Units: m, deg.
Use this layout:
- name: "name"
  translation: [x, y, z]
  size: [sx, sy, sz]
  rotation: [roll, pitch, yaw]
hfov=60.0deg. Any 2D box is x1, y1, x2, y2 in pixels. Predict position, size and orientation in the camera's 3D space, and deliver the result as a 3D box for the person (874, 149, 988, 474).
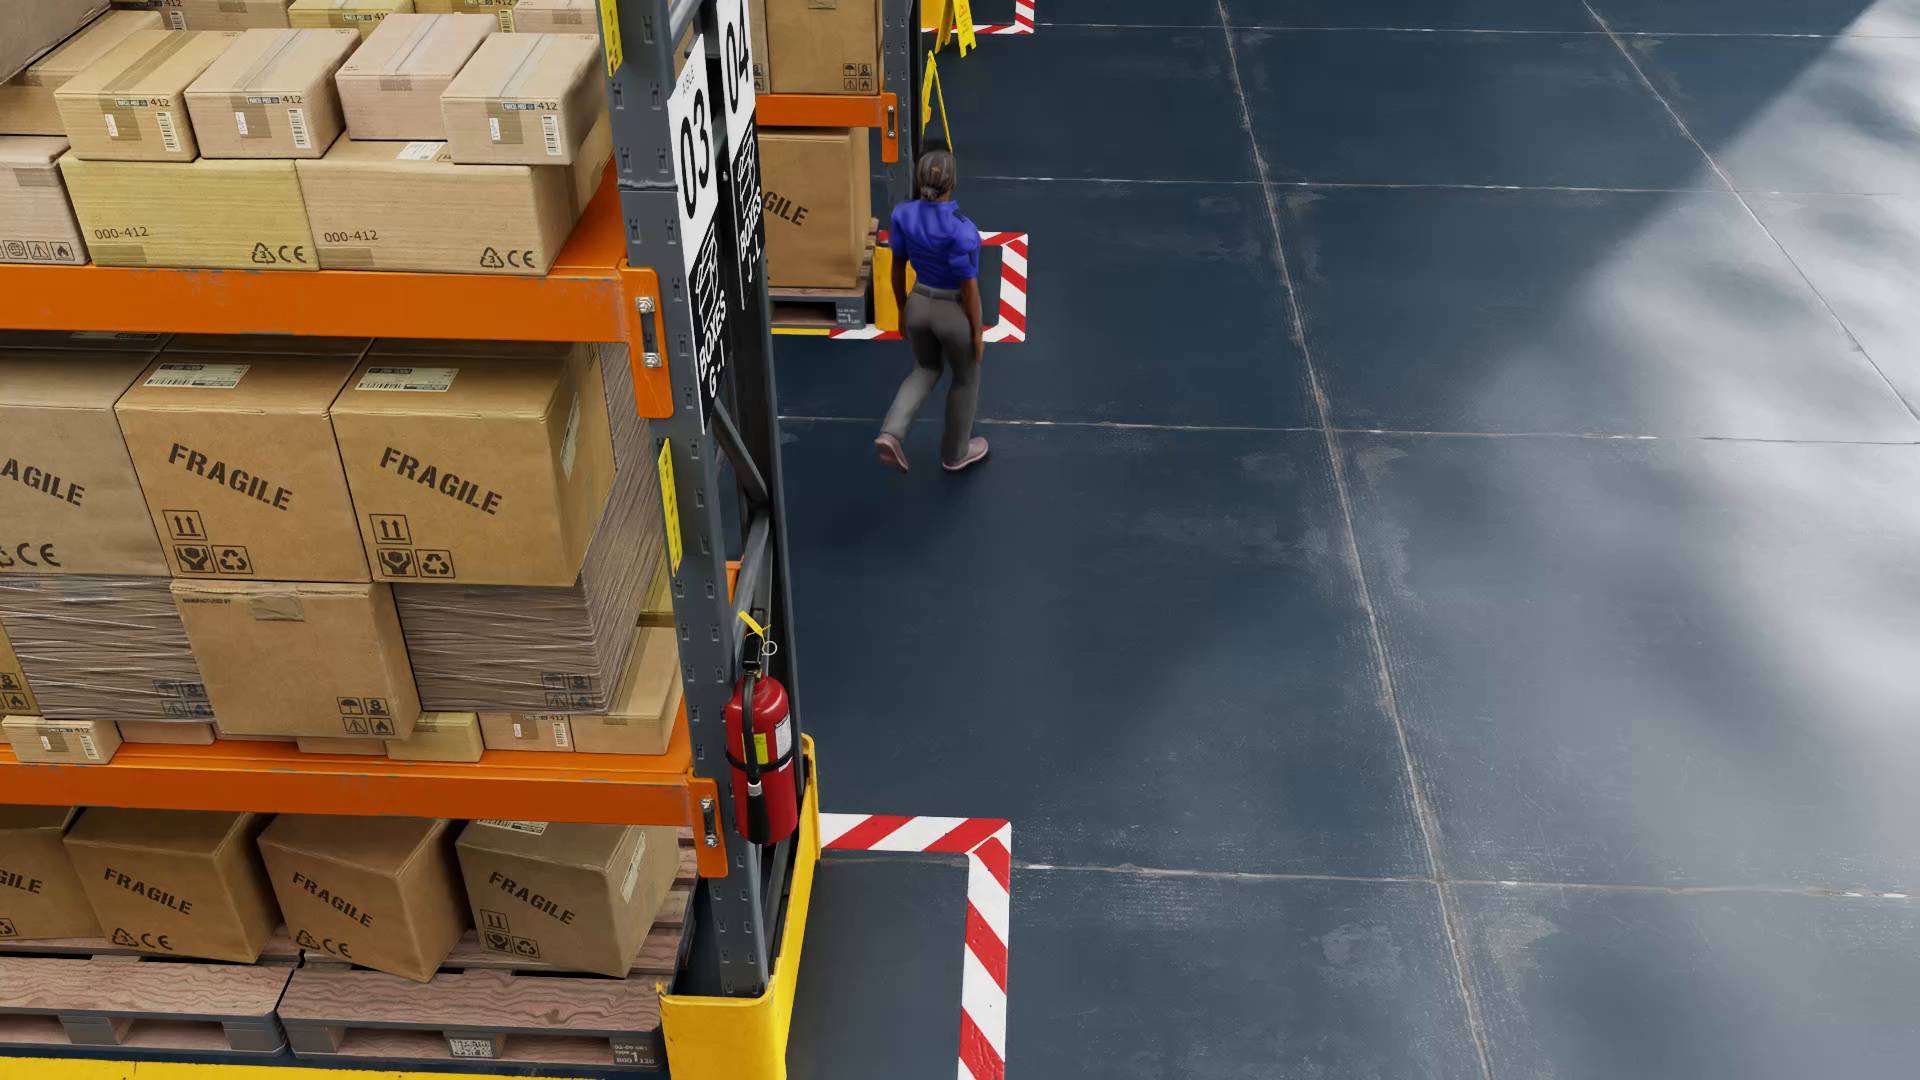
- name: "person"
  translation: [-0.109, -0.994, 7.496]
  size: [0.460, 1.631, 0.619]
  rotation: [21, 41, 26]
